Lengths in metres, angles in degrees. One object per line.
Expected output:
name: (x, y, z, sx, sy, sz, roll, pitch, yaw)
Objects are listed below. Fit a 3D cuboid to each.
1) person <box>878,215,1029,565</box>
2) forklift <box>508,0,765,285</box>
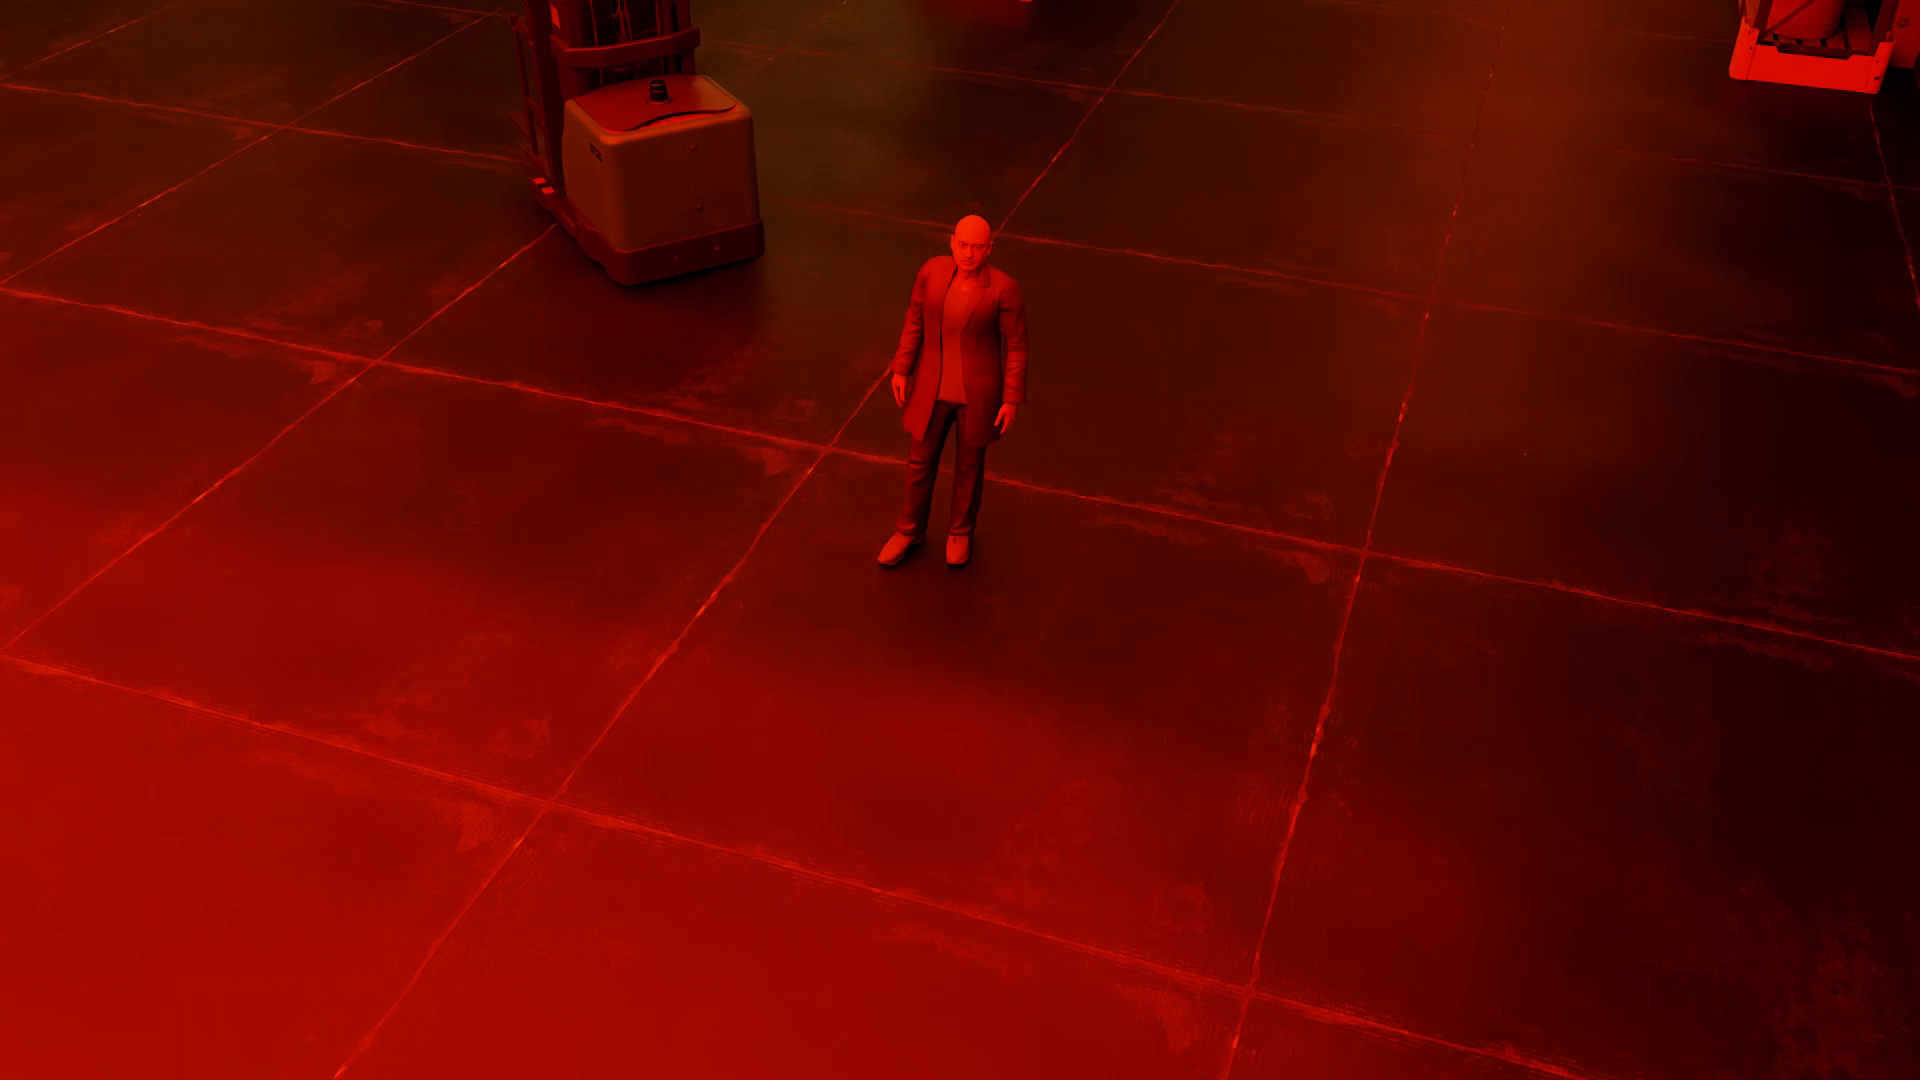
person: (-0.035, -0.683, 8.058, 0.696, 1.776, 0.582, 12, 37, 16)
forklift: (-2.488, -3.689, 11.314, 1.130, 2.935, 3.031, -18, 39, -24)
